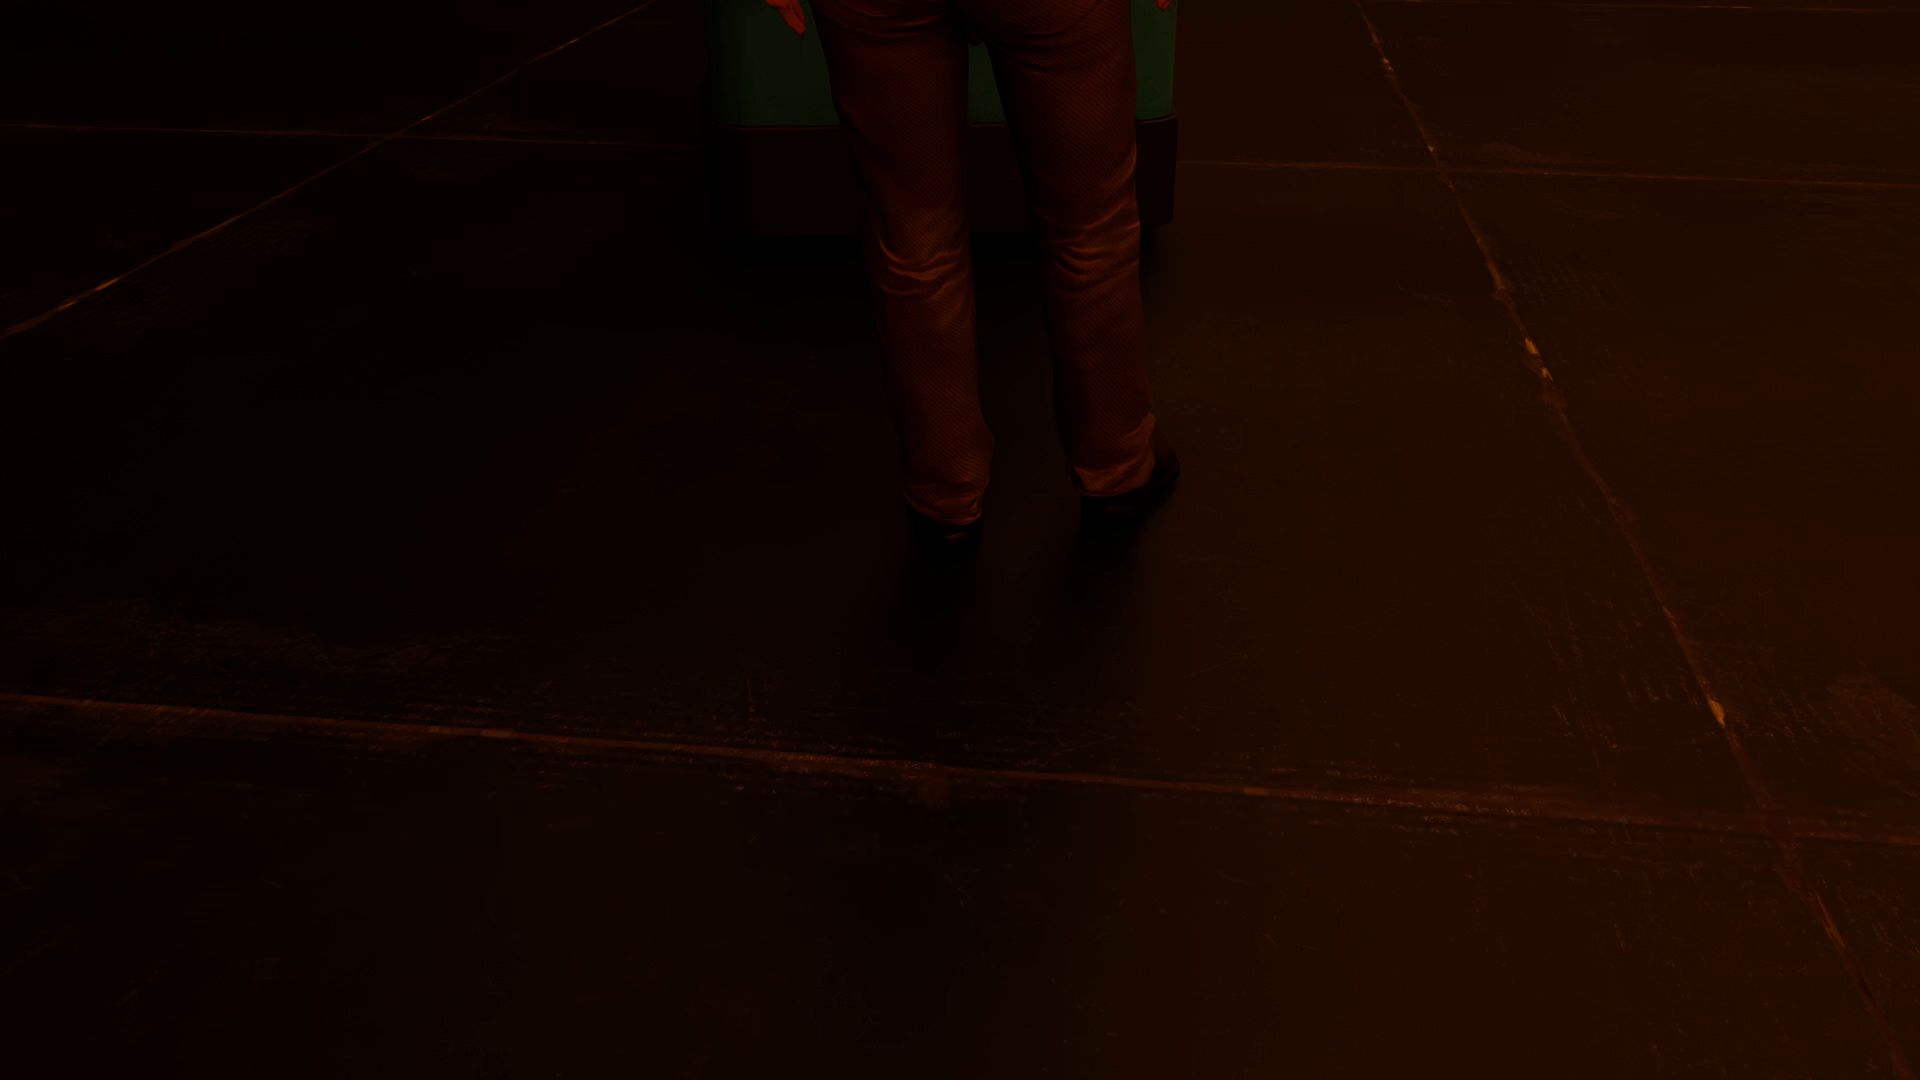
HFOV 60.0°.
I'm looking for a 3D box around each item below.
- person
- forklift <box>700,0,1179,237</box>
[{"bbox_3d":[0.016,-0.804,2.167,0.633,1.722,0.566,3,27,7],"label":"person"},{"bbox_3d":[-0.140,-2.605,4.439,1.130,2.935,3.031,-2,27,-4],"label":"forklift"}]
